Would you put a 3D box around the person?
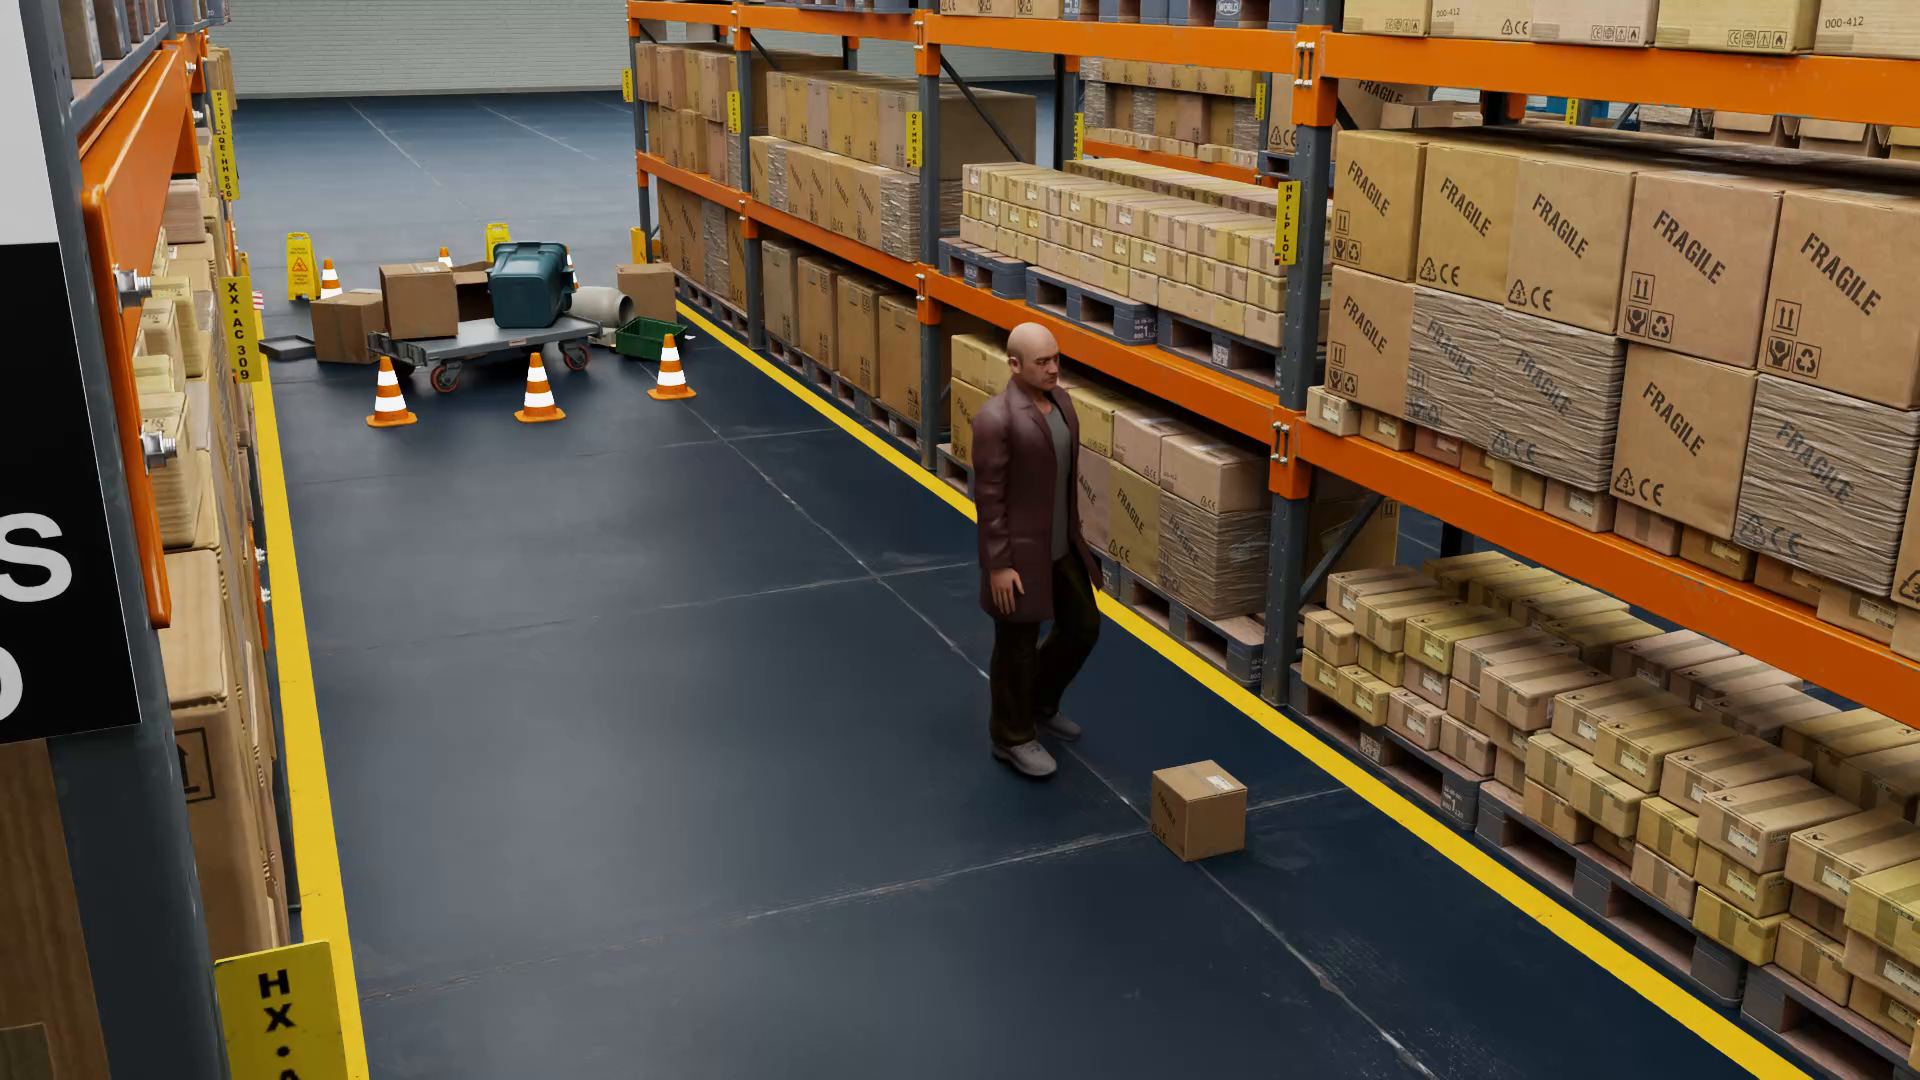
[{"bbox_3d":[0.279,0.039,6.432,0.469,1.793,0.645,15,24,37],"label":"person"}]
